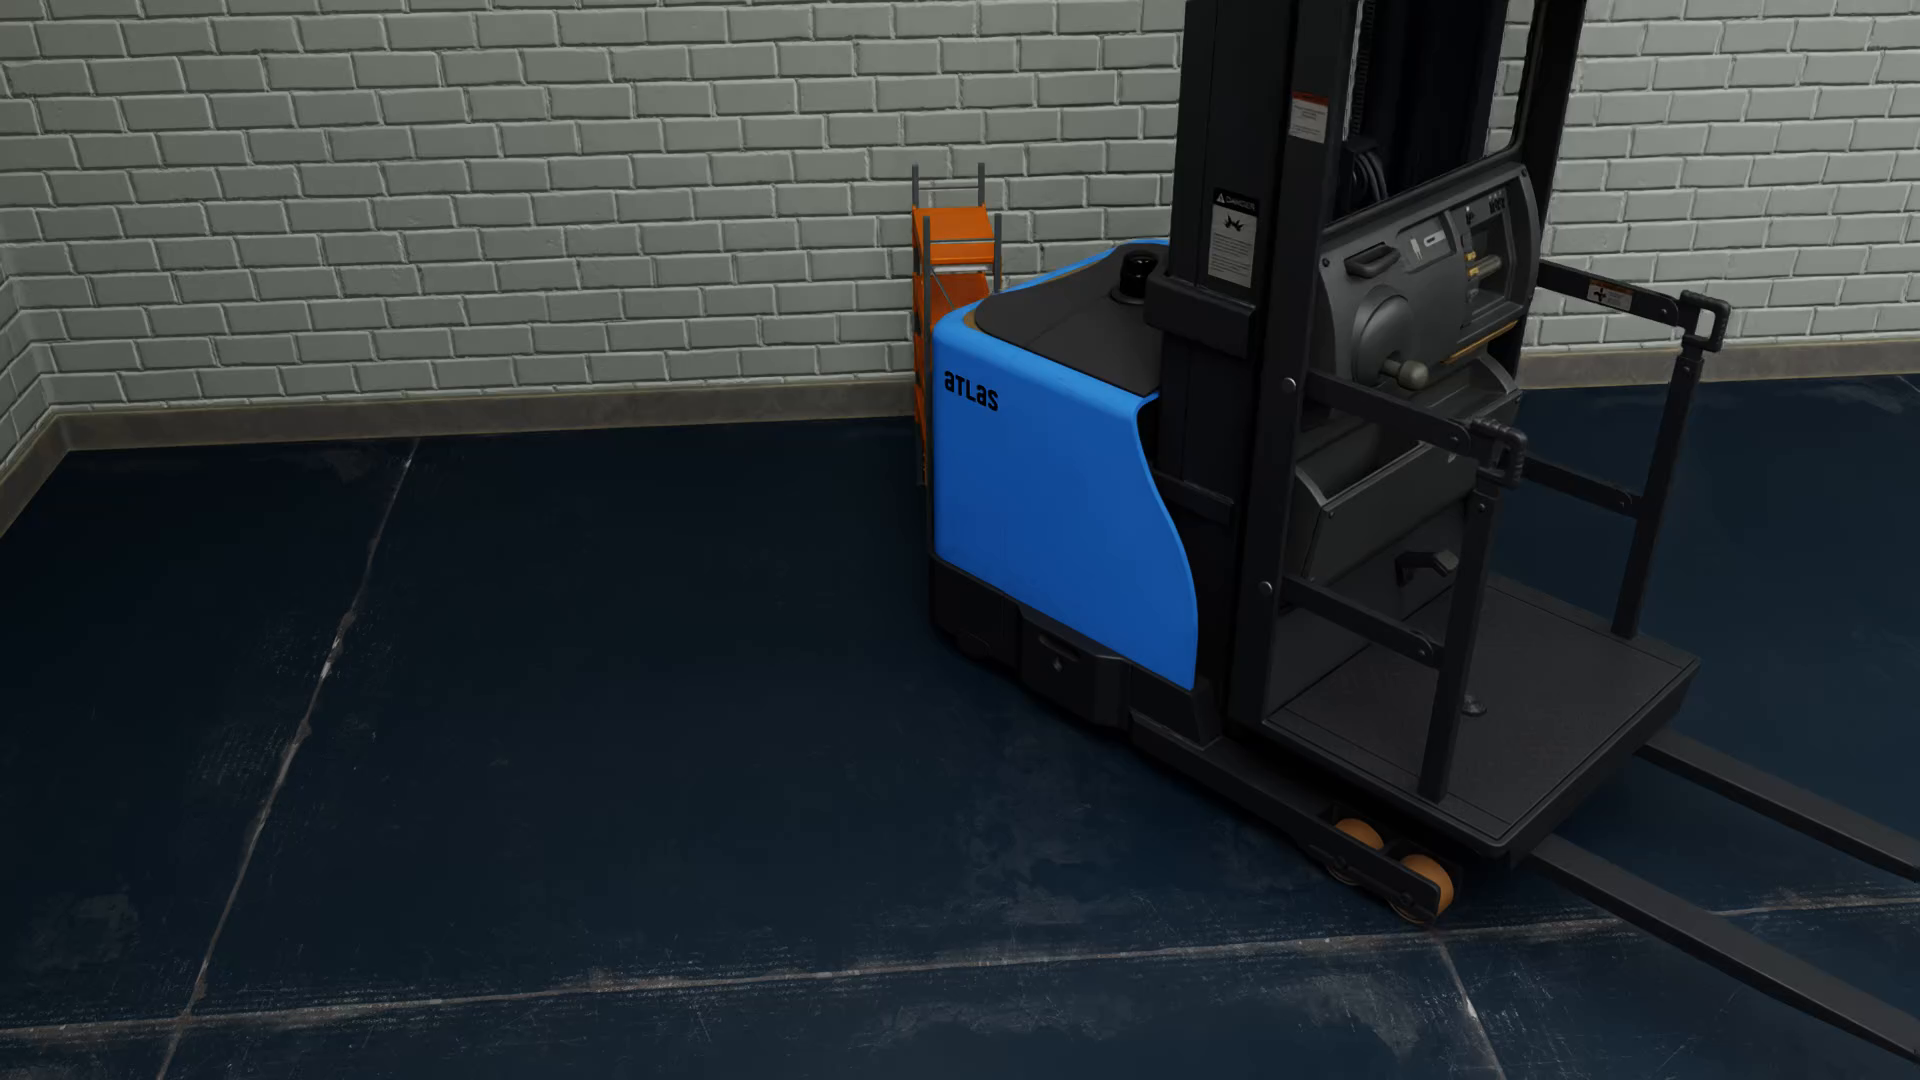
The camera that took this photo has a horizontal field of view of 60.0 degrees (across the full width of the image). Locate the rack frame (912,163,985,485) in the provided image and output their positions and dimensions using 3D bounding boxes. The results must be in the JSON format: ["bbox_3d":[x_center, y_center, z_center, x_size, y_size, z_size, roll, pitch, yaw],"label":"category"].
[{"bbox_3d":[-0.038,-0.724,5.792,0.240,1.200,0.015,-3,31,-5],"label":"rack frame"}]

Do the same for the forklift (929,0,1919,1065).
[{"bbox_3d":[1.299,-0.605,3.904,1.130,2.935,3.031,-27,40,-37],"label":"forklift"}]

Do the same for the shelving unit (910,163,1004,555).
[{"bbox_3d":[-0.015,-0.600,5.584,0.258,1.200,0.503,-3,31,-5],"label":"shelving unit"}]

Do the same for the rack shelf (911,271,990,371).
[{"bbox_3d":[-0.015,-0.734,5.504,0.258,0.148,0.480,-3,31,-5],"label":"rack shelf"}]

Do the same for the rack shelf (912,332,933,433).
[{"bbox_3d":[-0.015,-0.542,5.618,0.258,0.148,0.480,-3,31,-5],"label":"rack shelf"}]

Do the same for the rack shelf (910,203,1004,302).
[{"bbox_3d":[-0.015,-0.937,5.382,0.258,0.148,0.480,-3,31,-5],"label":"rack shelf"}]

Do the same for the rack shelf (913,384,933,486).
[{"bbox_3d":[-0.015,-0.371,5.720,0.258,0.148,0.480,-3,31,-5],"label":"rack shelf"}]

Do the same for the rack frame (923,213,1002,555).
[{"bbox_3d":[0.007,-0.475,5.375,0.240,1.200,0.015,-3,31,-5],"label":"rack frame"}]
